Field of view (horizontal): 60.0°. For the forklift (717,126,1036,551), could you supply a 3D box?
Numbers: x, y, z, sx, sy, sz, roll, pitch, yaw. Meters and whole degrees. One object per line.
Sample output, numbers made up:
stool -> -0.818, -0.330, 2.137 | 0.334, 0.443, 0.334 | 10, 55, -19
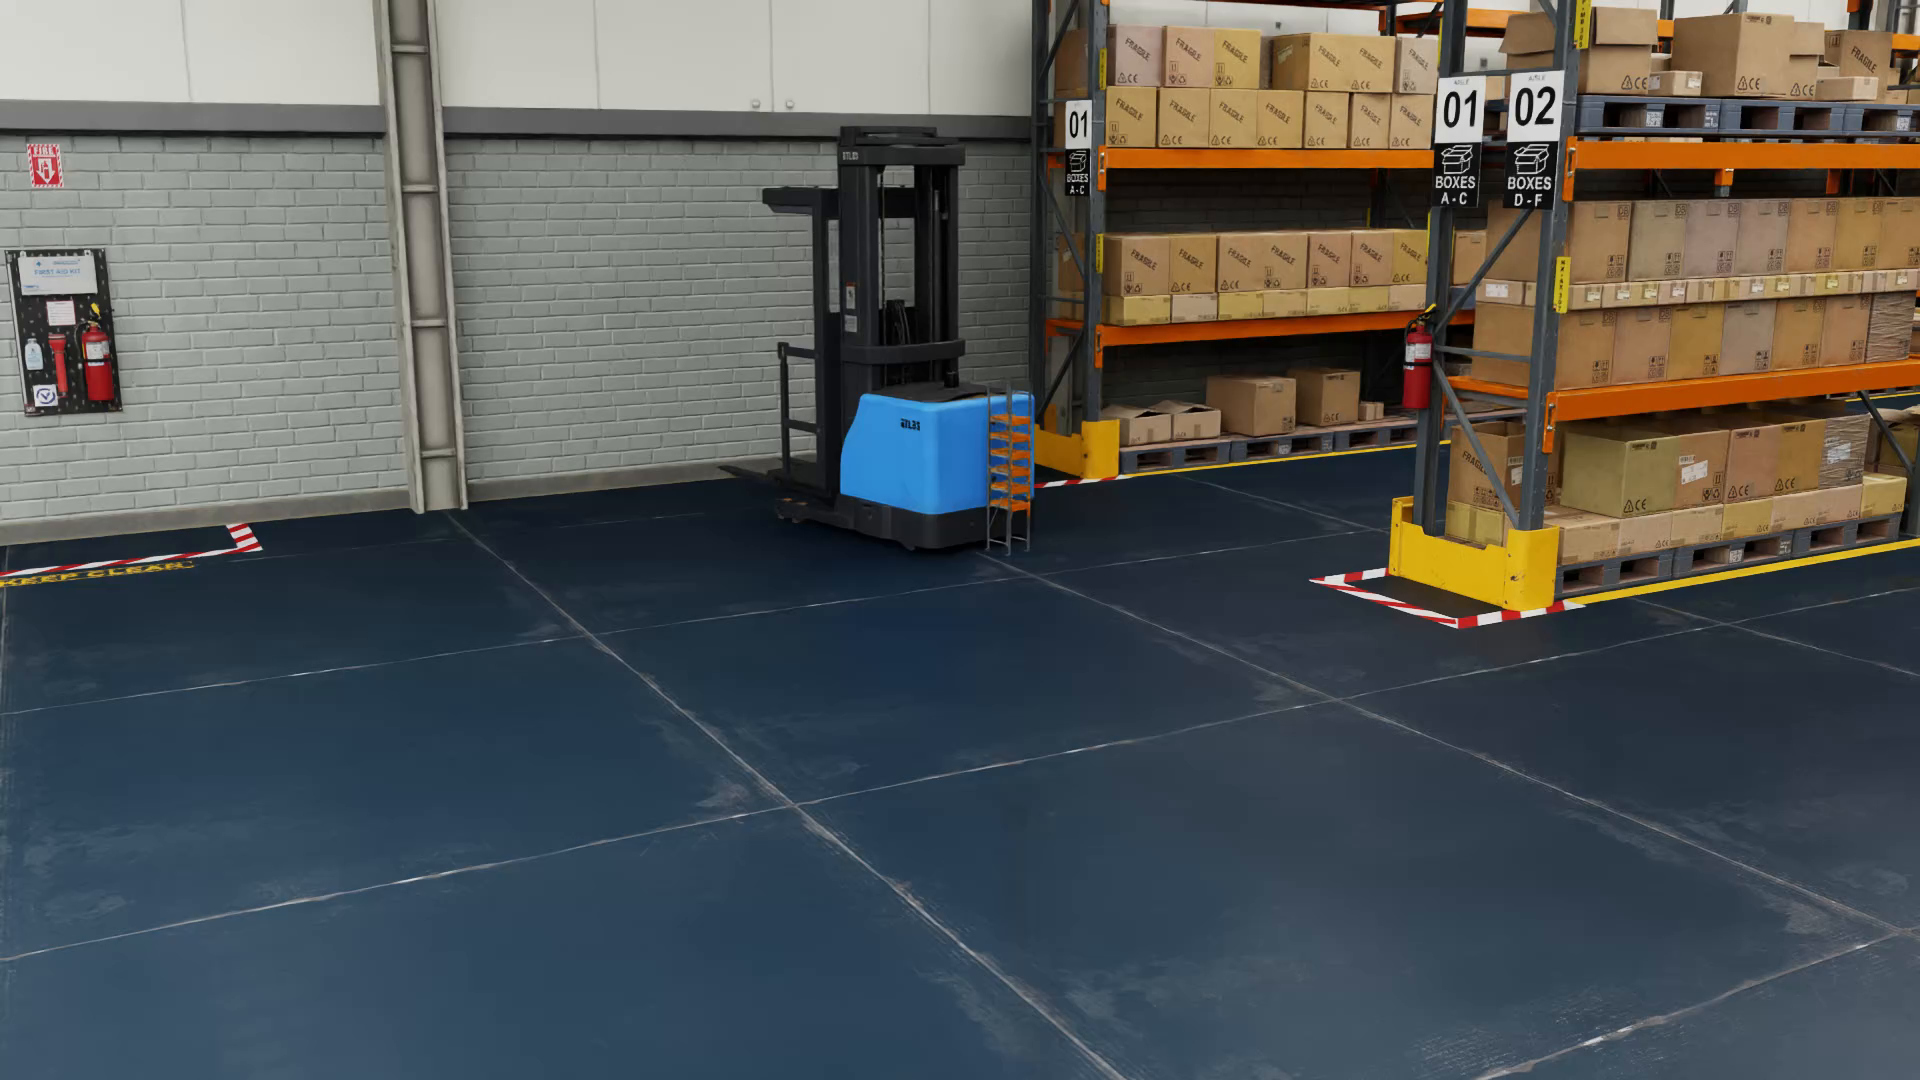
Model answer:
forklift -> -0.782, -1.617, 12.618 | 1.130, 2.935, 3.031 | -11, 16, -39

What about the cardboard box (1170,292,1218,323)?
cardboard box -> 1.948, -2.093, 14.874 | 0.500, 0.250, 0.500 | -7, 15, -30

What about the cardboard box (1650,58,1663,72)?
cardboard box -> 4.180, -2.990, 10.798 | 0.500, 0.250, 0.500 | -7, 14, -28

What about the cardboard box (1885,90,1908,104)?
cardboard box -> 10.627, -5.027, 19.552 | 0.500, 0.500, 0.700 | -8, 15, -31

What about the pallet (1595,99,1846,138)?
pallet -> 5.001, -2.774, 10.971 | 1.213, 0.211, 1.003 | -7, 14, -28

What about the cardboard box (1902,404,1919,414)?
cardboard box -> 7.918, -0.918, 13.387 | 0.500, 0.311, 0.500 | -7, 14, -28

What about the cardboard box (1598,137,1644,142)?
cardboard box -> 6.759, -4.356, 17.518 | 0.637, 0.503, 0.797 | -5, 14, -20

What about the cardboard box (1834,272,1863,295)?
cardboard box -> 5.994, -1.789, 11.523 | 0.250, 0.149, 0.380 | -7, 14, -28

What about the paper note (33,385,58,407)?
paper note -> -6.523, -1.030, 11.862 | 0.142, 0.148, 0.016 | -7, 14, -28

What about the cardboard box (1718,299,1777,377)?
cardboard box -> 5.069, -1.413, 11.330 | 0.500, 0.500, 0.700 | -6, 14, -26

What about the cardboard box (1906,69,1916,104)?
cardboard box -> 11.953, -5.500, 20.332 | 0.500, 0.500, 0.500 | -7, 14, -28

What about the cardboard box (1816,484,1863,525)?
cardboard box -> 6.061, -0.297, 11.904 | 0.500, 0.250, 0.500 | -7, 14, -28

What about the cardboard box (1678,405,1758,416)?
cardboard box -> 5.372, -0.711, 12.035 | 0.500, 0.500, 0.500 | -7, 14, -28

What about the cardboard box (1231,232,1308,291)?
cardboard box -> 2.824, -2.563, 15.256 | 0.500, 0.500, 0.500 | -6, 14, -26

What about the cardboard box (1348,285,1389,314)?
cardboard box -> 3.718, -2.307, 15.826 | 0.500, 0.250, 0.500 | -7, 14, -28

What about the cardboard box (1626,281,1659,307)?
cardboard box -> 4.193, -1.574, 10.566 | 0.250, 0.149, 0.380 | -7, 14, -28

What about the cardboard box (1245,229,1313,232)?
cardboard box -> 3.021, -2.718, 15.942 | 0.500, 0.500, 0.500 | -6, 14, -26

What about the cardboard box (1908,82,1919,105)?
cardboard box -> 7.352, -3.234, 12.199 | 0.500, 0.250, 0.500 | -5, 14, -22

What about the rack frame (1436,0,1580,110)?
rack frame -> 3.296, -4.081, 9.749 | 0.127, 3.000, 1.000 | -7, 14, -28

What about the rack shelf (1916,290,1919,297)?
rack shelf -> 9.696, -2.810, 19.402 | 4.000, 0.370, 1.077 | -7, 14, -28

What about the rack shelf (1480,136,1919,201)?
rack shelf -> 5.051, -2.478, 11.093 | 4.000, 0.370, 1.077 | -7, 14, -28

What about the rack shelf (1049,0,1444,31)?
rack shelf -> 2.674, -4.894, 15.004 | 4.000, 0.370, 1.077 | -7, 14, -28

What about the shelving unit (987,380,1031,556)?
shelving unit -> 0.341, -0.504, 11.615 | 0.189, 1.200, 0.258 | -11, 17, -40

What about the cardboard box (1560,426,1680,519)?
cardboard box -> 4.311, -0.450, 10.877 | 0.500, 0.500, 0.500 | -7, 14, -28

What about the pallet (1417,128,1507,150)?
pallet -> 5.023, -3.946, 16.407 | 1.003, 0.211, 1.213 | -7, 14, -28

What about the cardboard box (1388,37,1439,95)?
cardboard box -> 4.120, -4.435, 15.599 | 0.500, 0.500, 0.500 | -8, 15, -33

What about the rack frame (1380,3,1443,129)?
rack frame -> 4.430, -5.457, 15.859 | 0.127, 3.000, 1.000 | -7, 14, -28

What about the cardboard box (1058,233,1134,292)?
cardboard box -> 1.231, -2.502, 14.983 | 0.500, 0.500, 0.500 | -7, 14, -28

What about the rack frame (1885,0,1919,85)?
rack frame -> 11.452, -6.298, 19.599 | 0.127, 3.000, 1.000 | -7, 14, -28

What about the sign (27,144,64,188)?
sign -> -6.390, -2.615, 11.616 | 0.199, 0.298, 0.001 | -7, 14, -28

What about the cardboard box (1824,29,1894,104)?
cardboard box -> 6.238, -3.359, 11.866 | 0.500, 0.500, 0.500 | -6, 14, -23

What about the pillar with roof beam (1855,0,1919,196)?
pillar with roof beam -> 13.714, -5.709, 16.980 | 0.400, 9.000, 9.100 | -7, 14, -28

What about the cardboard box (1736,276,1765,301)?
cardboard box -> 5.093, -1.681, 11.043 | 0.250, 0.149, 0.380 | -7, 14, -27

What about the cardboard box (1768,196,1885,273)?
cardboard box -> 5.977, -2.156, 11.674 | 0.500, 0.500, 0.700 | -7, 14, -28

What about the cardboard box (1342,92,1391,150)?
cardboard box -> 3.655, -3.900, 15.502 | 0.500, 0.500, 0.500 | -8, 15, -33

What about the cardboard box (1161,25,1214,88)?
cardboard box -> 1.838, -4.155, 14.359 | 0.500, 0.500, 0.500 | -7, 14, -29

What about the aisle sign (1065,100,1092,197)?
aisle sign -> 1.000, -3.312, 14.072 | 0.004, 0.787, 0.394 | -7, 14, -28

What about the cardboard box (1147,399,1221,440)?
cardboard box -> 2.070, -1.127, 15.408 | 0.500, 0.311, 0.500 | -6, 14, -23

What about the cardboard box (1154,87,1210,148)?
cardboard box -> 1.821, -3.667, 14.468 | 0.500, 0.500, 0.500 | -6, 14, -24

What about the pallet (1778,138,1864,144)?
pallet -> 9.461, -4.518, 18.951 | 1.213, 0.211, 1.003 | -6, 14, -25

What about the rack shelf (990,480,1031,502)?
rack shelf -> 0.341, -0.343, 11.651 | 0.180, 0.103, 0.258 | -11, 17, -40

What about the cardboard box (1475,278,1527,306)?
cardboard box -> 3.540, -1.597, 10.668 | 0.250, 0.149, 0.380 | -7, 15, -29

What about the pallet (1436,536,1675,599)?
pallet -> 3.947, 0.117, 11.108 | 1.213, 0.211, 1.003 | -7, 14, -28

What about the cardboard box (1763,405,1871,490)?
cardboard box -> 6.060, -0.663, 11.824 | 0.500, 0.500, 0.500 | -7, 14, -28

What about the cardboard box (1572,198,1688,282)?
cardboard box -> 4.217, -1.945, 10.737 | 0.500, 0.500, 0.700 | -7, 15, -29

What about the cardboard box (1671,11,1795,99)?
cardboard box -> 4.884, -3.062, 10.548 | 0.500, 0.500, 0.500 | -7, 14, -28

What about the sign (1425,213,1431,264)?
sign -> 3.048, -1.941, 10.726 | 0.005, 0.325, 0.100 | -7, 14, -28

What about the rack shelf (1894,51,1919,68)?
rack shelf -> 13.207, -5.962, 20.657 | 4.000, 0.370, 1.077 | -7, 14, -28

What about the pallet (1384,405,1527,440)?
pallet -> 5.113, -1.252, 17.189 | 1.213, 0.211, 1.003 | -7, 14, -28

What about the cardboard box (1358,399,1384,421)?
cardboard box -> 3.975, -1.300, 16.505 | 0.250, 0.166, 0.380 | -9, 16, -35

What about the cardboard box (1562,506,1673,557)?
cardboard box -> 4.310, -0.085, 10.961 | 0.500, 0.250, 0.500 | -7, 14, -28

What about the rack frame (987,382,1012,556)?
rack frame -> 0.272, -0.490, 11.556 | 0.006, 1.200, 0.240 | -11, 17, -40

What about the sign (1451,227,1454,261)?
sign -> 4.697, -2.848, 15.962 | 0.005, 0.325, 0.100 | -7, 14, -28
